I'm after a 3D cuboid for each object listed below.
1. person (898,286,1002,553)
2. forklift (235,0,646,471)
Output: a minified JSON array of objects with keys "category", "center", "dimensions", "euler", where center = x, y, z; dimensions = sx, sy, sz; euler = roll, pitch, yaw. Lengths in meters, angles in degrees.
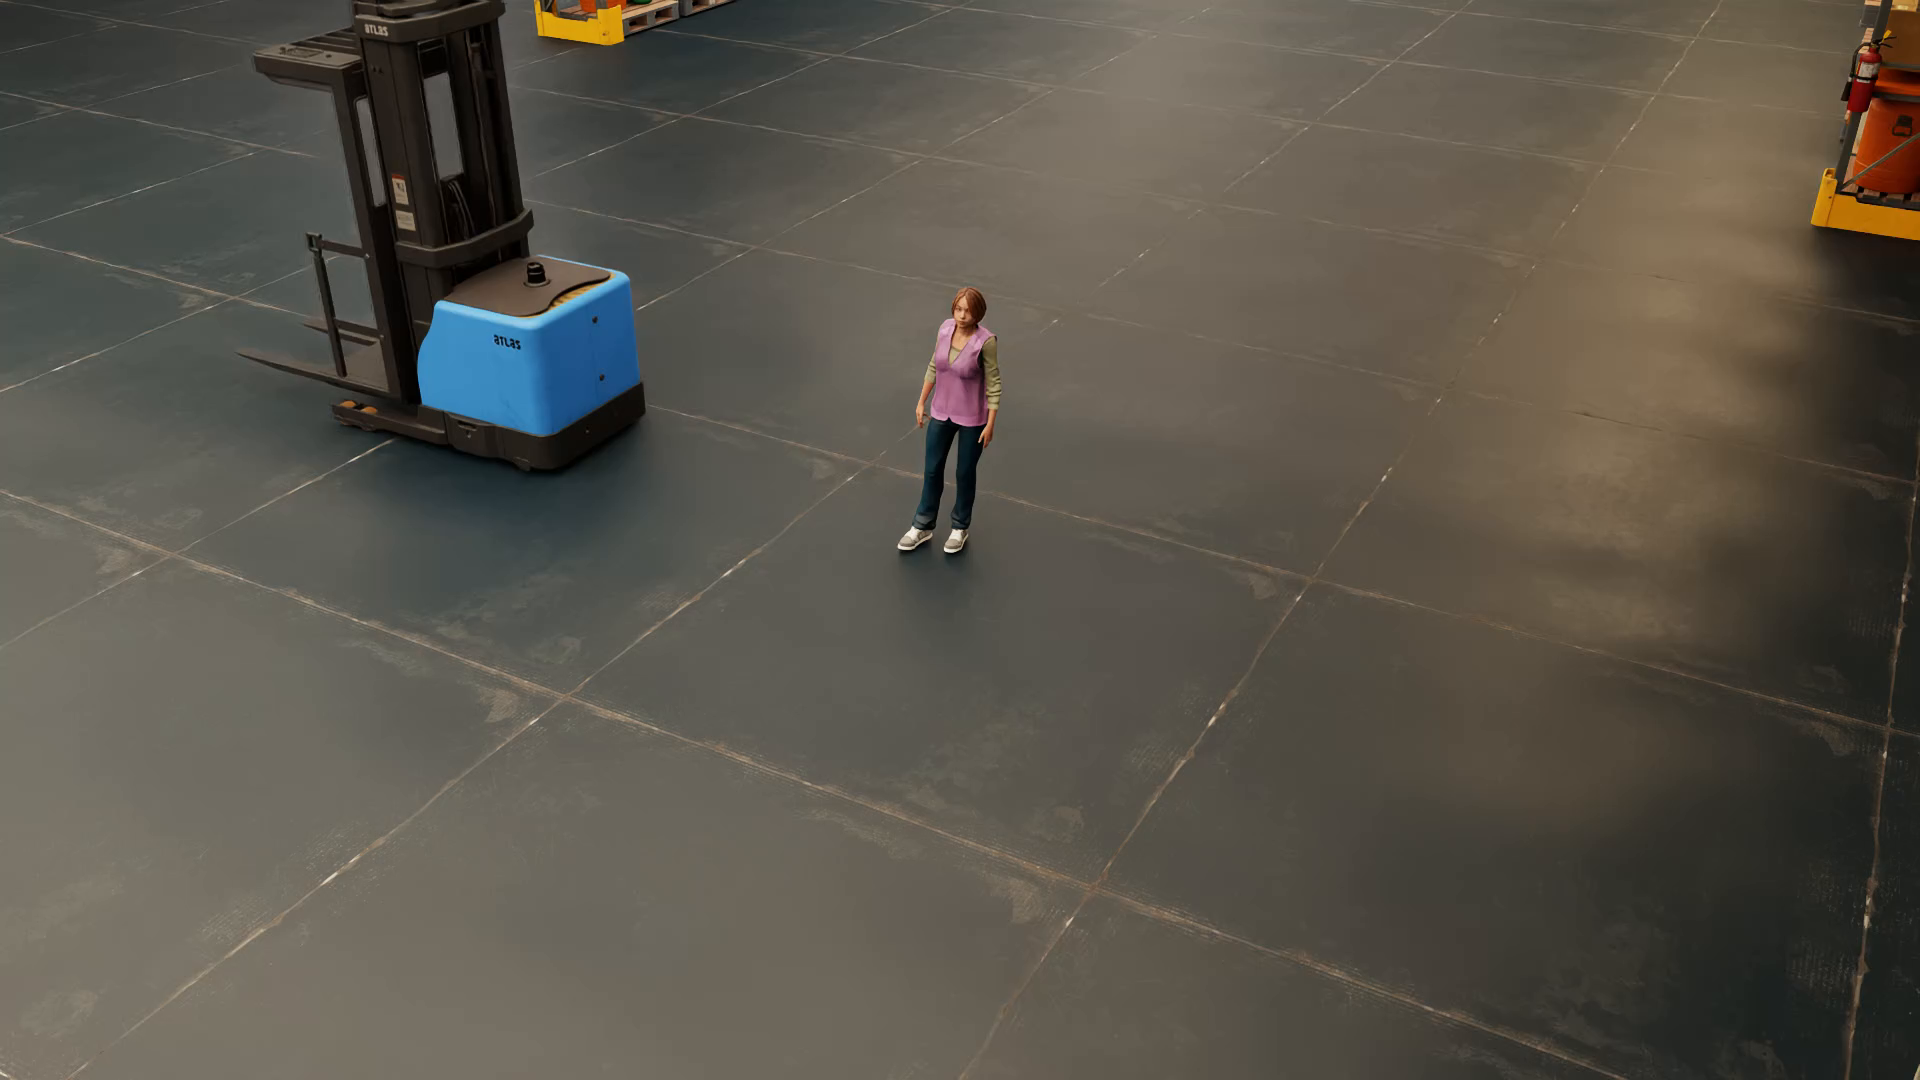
[{"category":"person","center":[-0.048,-0.669,9.550],"dimensions":[0.520,1.597,0.476],"euler":[15,33,25]},{"category":"forklift","center":[-3.695,-2.222,10.921],"dimensions":[3.031,2.935,1.130],"euler":[15,33,24]}]
